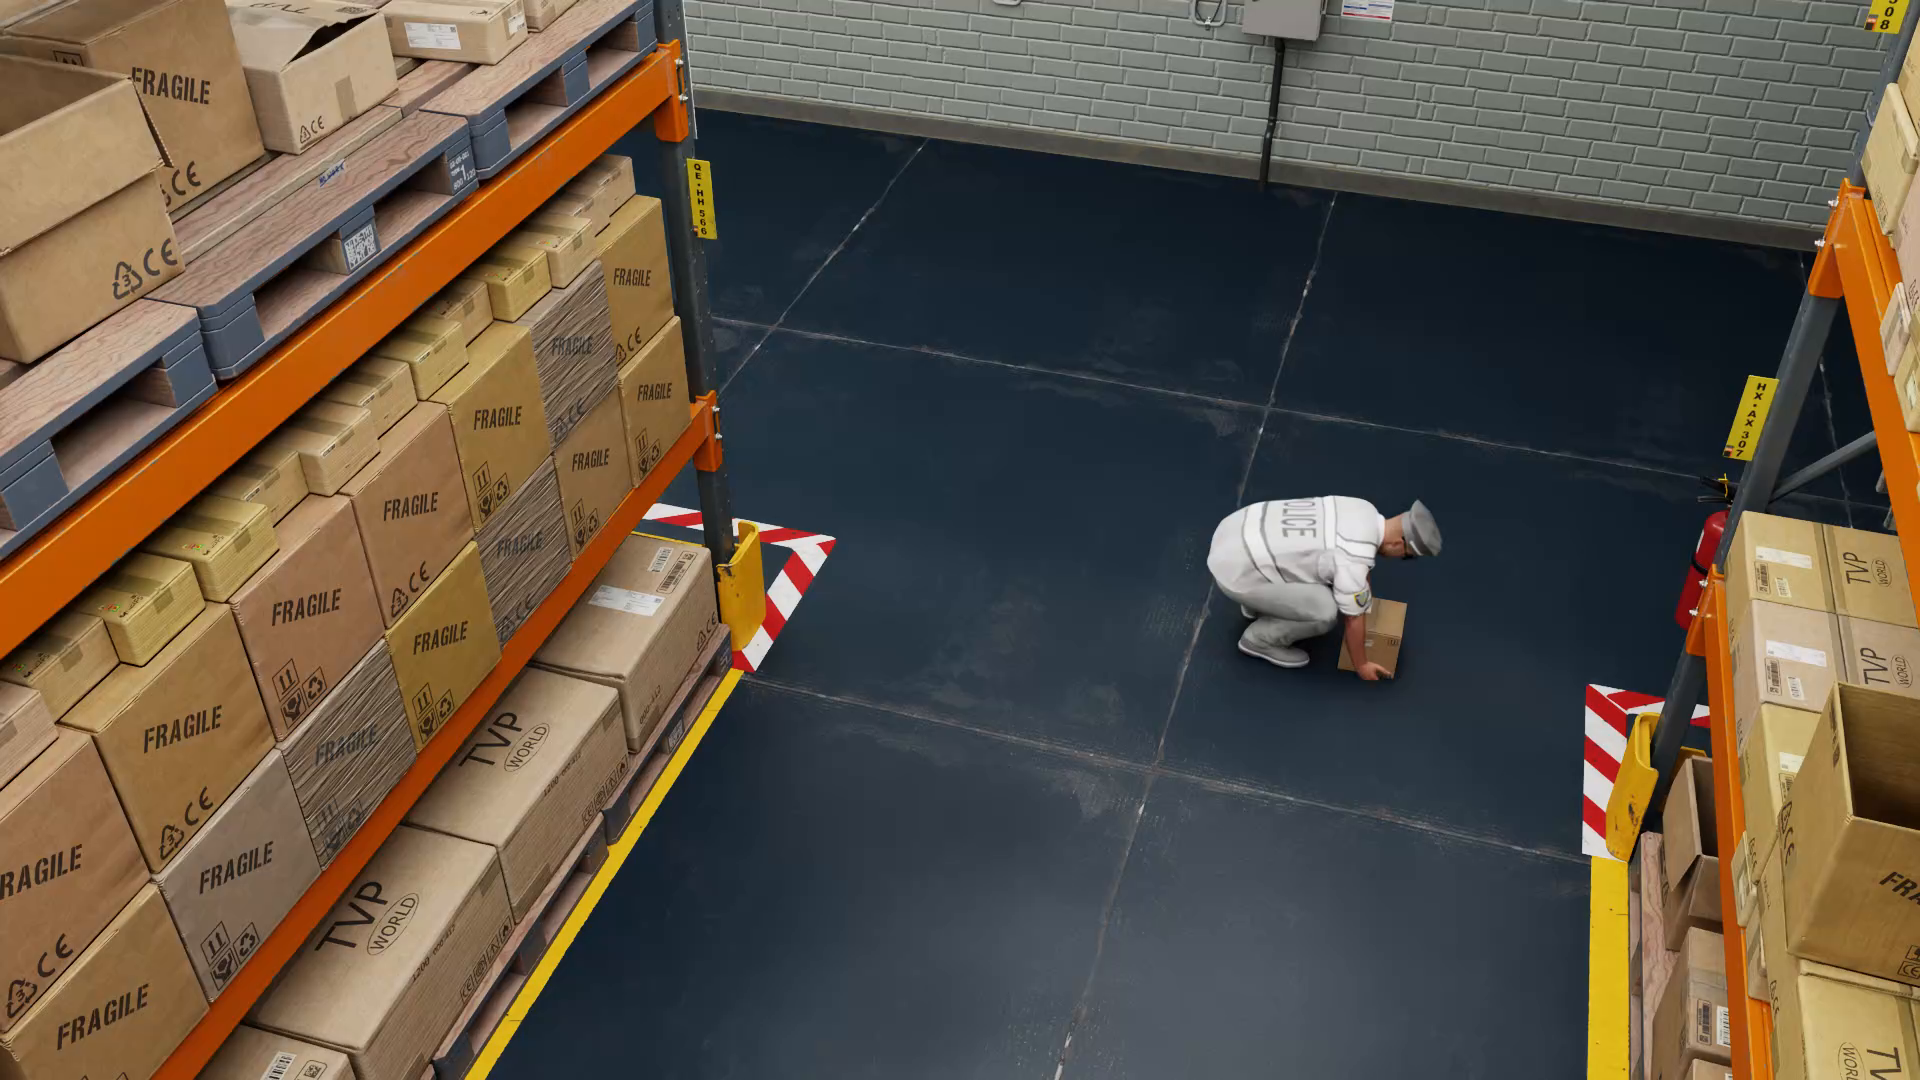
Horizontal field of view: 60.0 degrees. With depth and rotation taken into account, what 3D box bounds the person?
[{"bbox_3d":[1.615,0.177,7.481,1.000,0.874,0.529,10,38,13],"label":"person"}]
